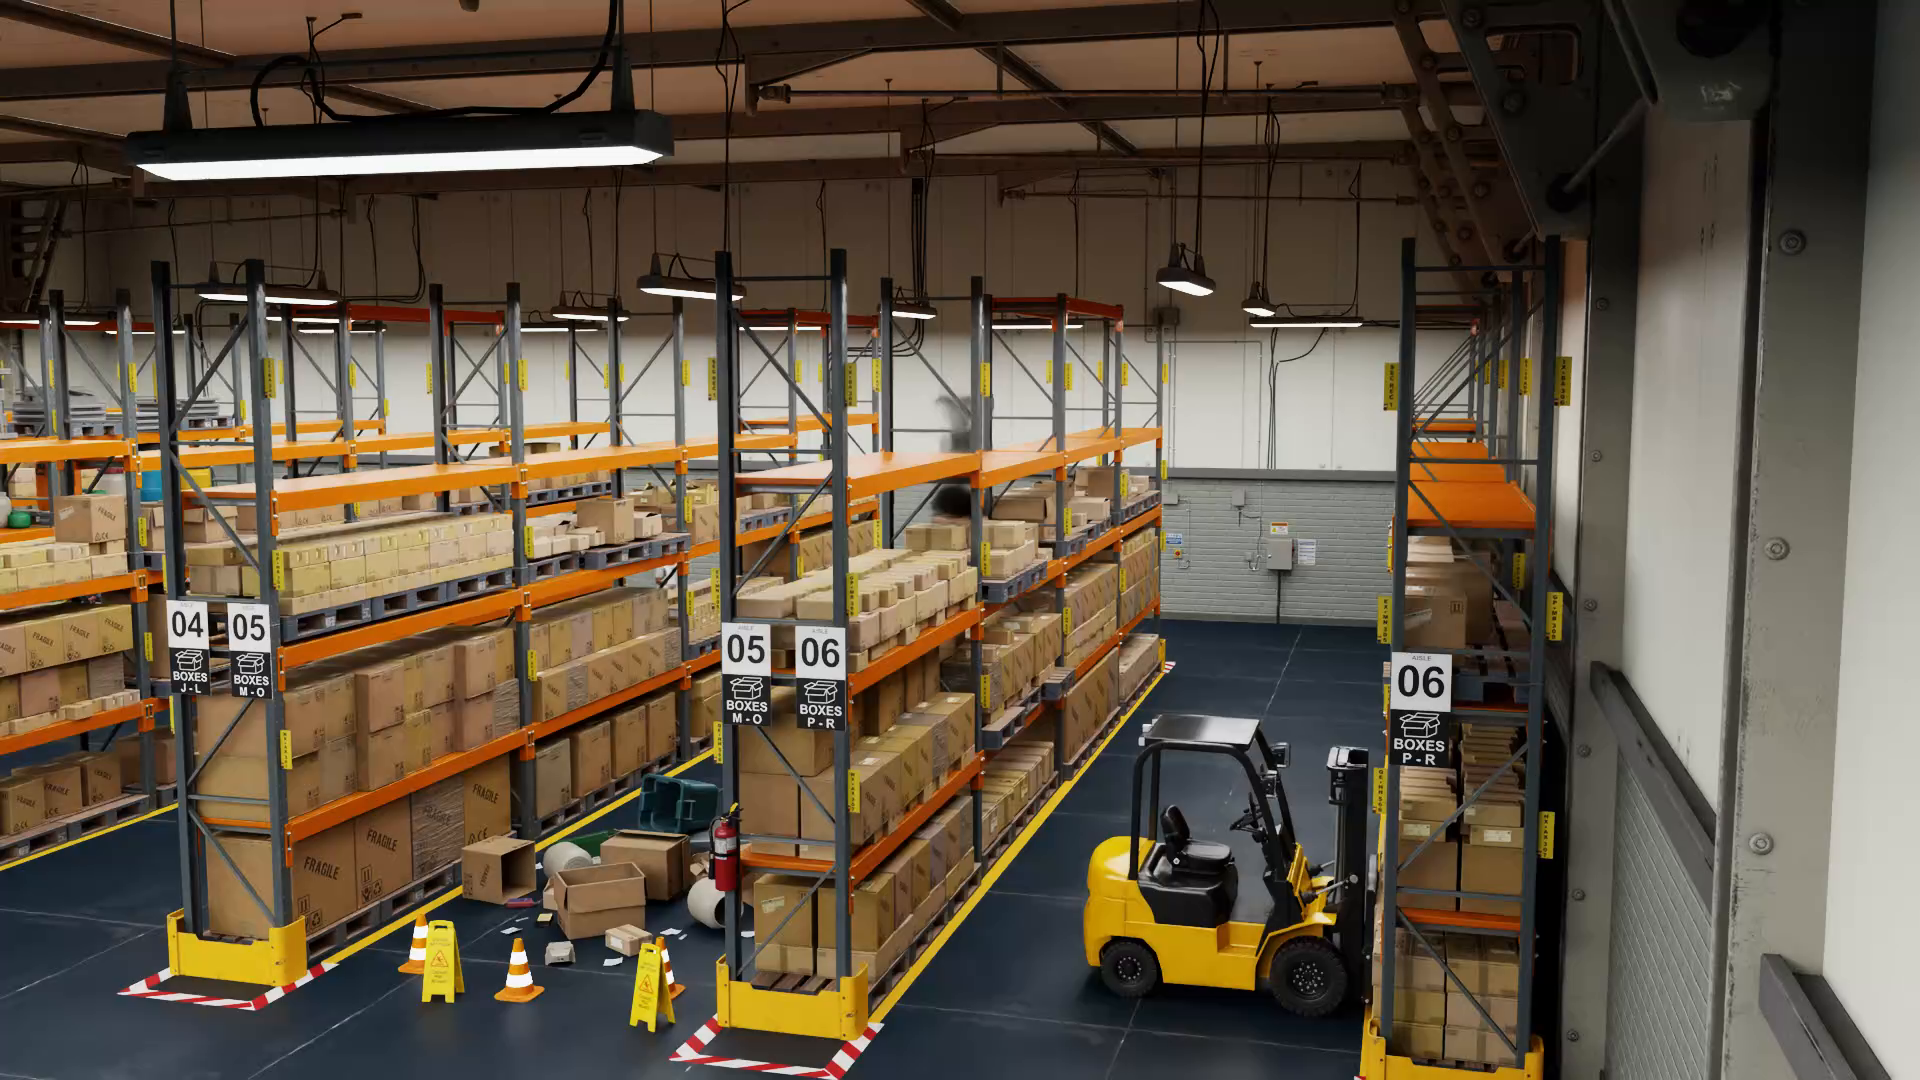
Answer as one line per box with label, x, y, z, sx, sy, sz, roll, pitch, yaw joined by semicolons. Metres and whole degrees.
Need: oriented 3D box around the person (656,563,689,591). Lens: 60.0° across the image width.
person;-5.317;1.012;30.891;0.690;1.793;0.964;-4;7;-33
